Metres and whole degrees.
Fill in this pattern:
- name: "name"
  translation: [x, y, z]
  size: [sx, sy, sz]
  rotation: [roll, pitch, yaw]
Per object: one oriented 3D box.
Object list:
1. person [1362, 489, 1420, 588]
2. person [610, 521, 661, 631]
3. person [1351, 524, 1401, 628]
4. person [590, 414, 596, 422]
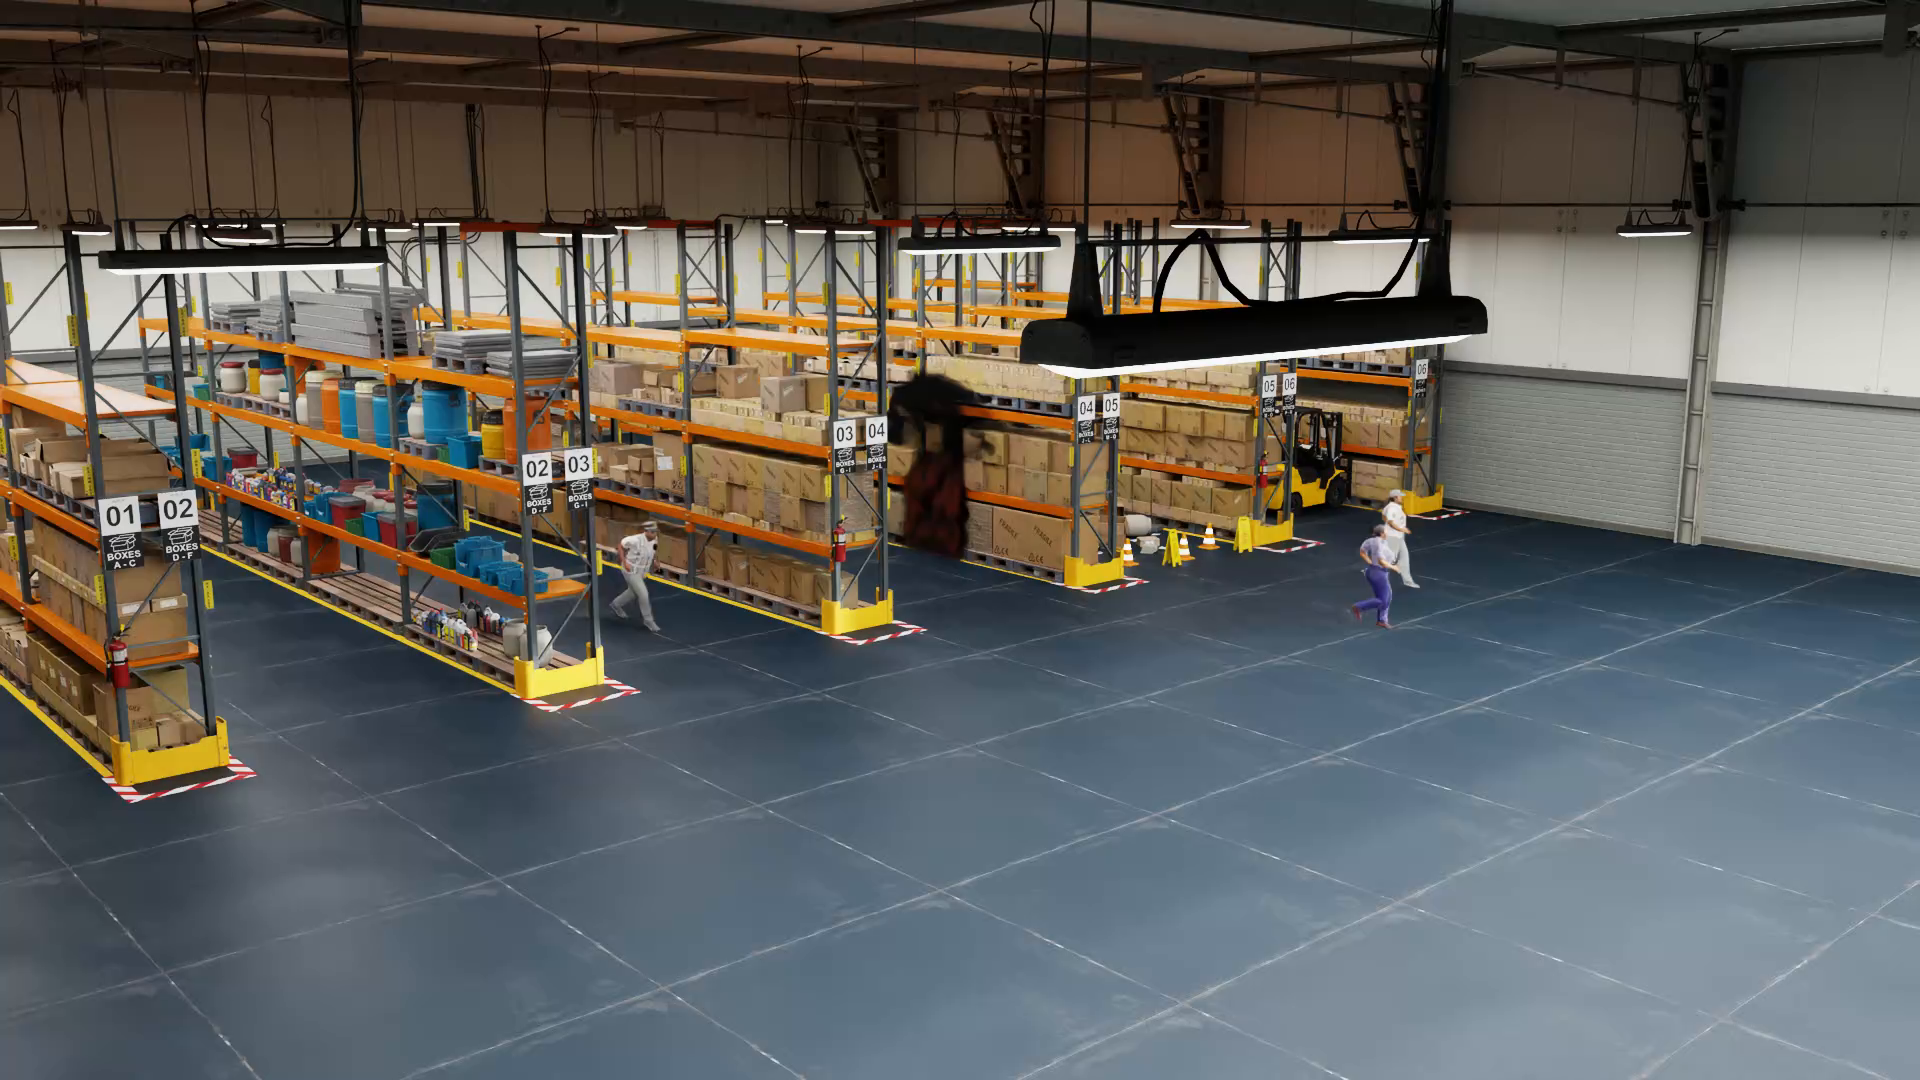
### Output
- name: "person"
  translation: [7.252, -0.028, 27.820]
  size: [0.959, 1.659, 0.623]
  rotation: [3, 12, 16]
- name: "person"
  translation: [-4.959, 0.523, 25.214]
  size: [1.016, 1.717, 0.704]
  rotation: [8, 14, 34]
- name: "person"
  translation: [6.250, 0.552, 25.116]
  size: [0.750, 1.622, 0.616]
  rotation: [-2, 12, -8]
- name: "person"
  translation: [-9.082, -2.748, 41.165]
  size: [0.703, 1.721, 0.587]
  rotation: [3, 12, 16]
